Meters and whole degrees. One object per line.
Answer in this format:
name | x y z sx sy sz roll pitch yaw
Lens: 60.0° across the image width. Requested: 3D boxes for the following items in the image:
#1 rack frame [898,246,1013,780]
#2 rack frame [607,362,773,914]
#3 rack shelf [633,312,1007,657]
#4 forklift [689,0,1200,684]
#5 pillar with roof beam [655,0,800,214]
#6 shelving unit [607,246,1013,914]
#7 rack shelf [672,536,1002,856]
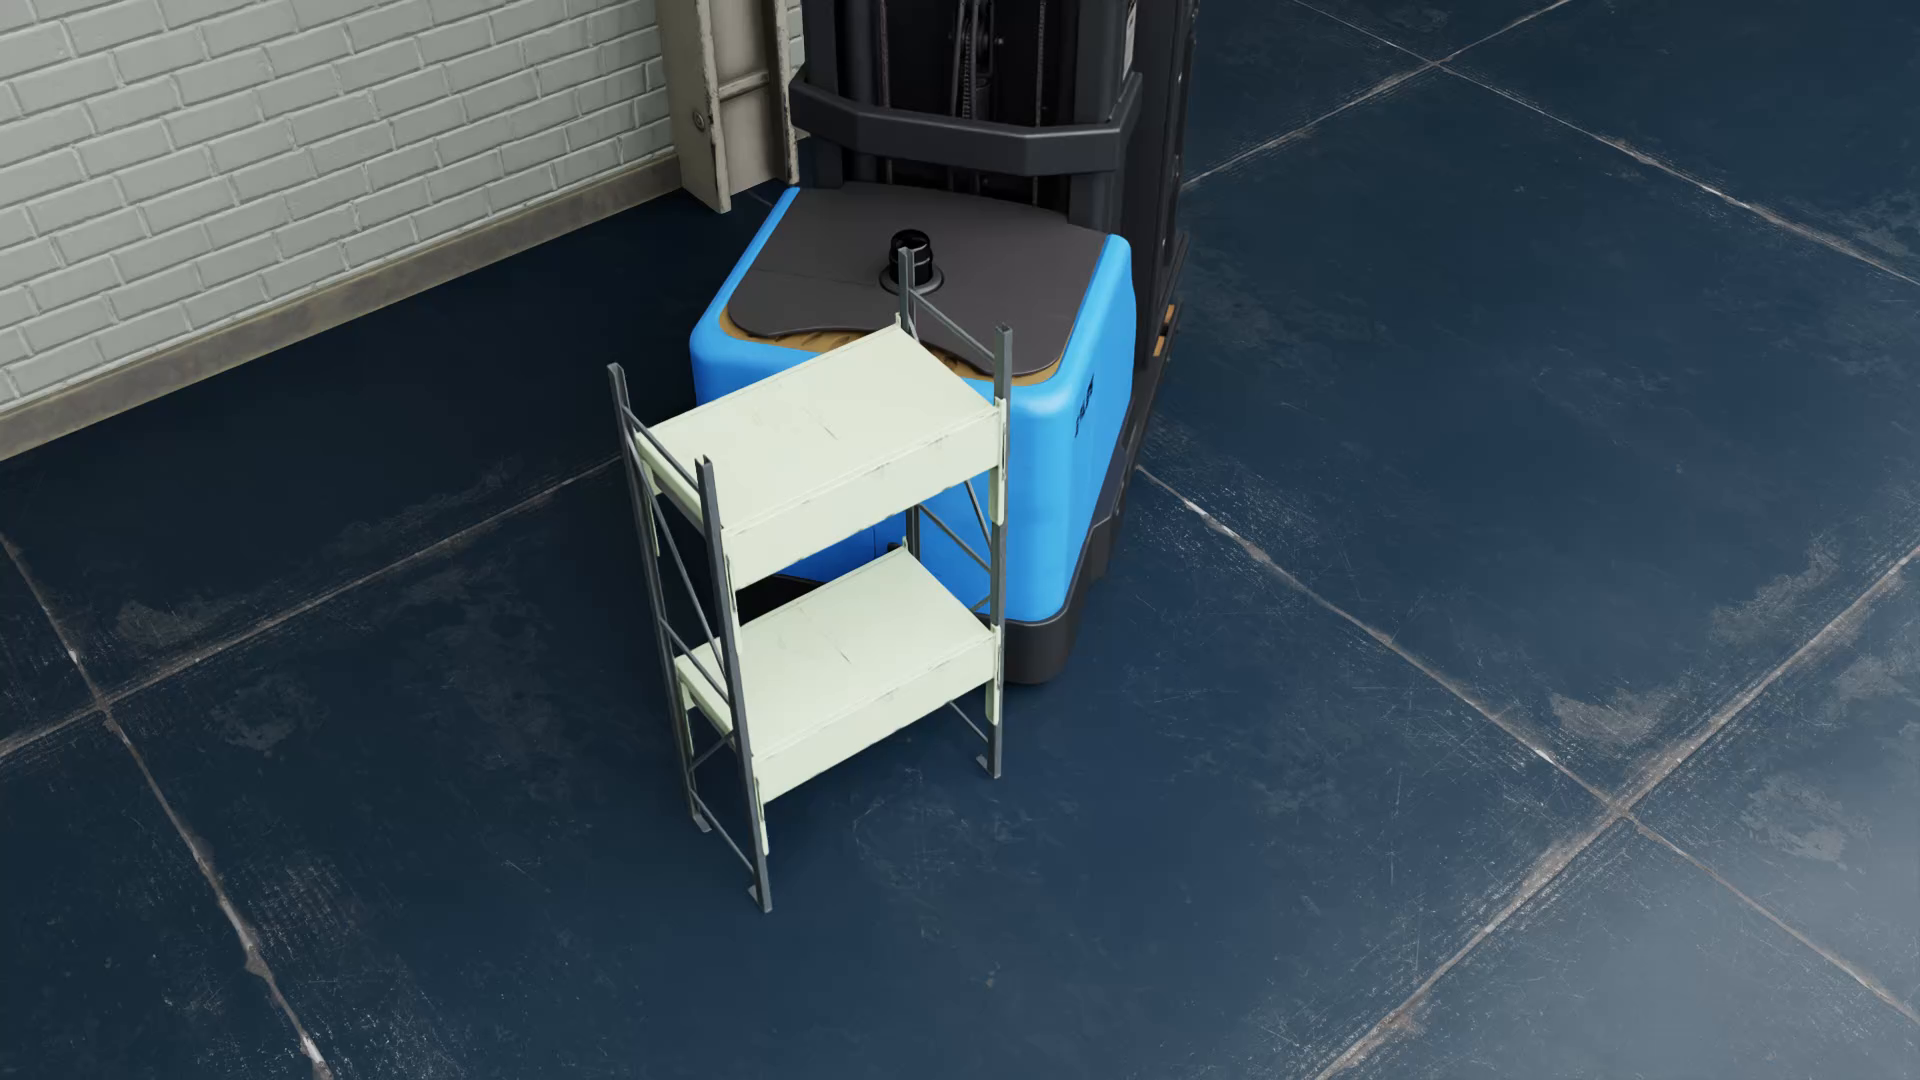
rack frame | -0.015 -0.004 4.159 0.023 1.500 0.400 -27 49 -26
rack frame | -0.605 0.292 3.844 0.023 1.500 0.400 -27 49 -26
rack shelf | -0.310 -0.141 3.734 0.720 0.370 0.431 -27 49 -26
forklift | 0.168 -1.685 4.903 1.130 2.935 3.031 11 44 11
pillar with roof beam | 1.859 -2.487 1.325 0.400 9.000 9.100 -30 51 -28
shelving unit | -0.310 0.144 4.002 0.755 1.500 0.431 -27 49 -26
rack shelf | -0.310 0.381 4.225 0.720 0.370 0.431 -27 49 -26
